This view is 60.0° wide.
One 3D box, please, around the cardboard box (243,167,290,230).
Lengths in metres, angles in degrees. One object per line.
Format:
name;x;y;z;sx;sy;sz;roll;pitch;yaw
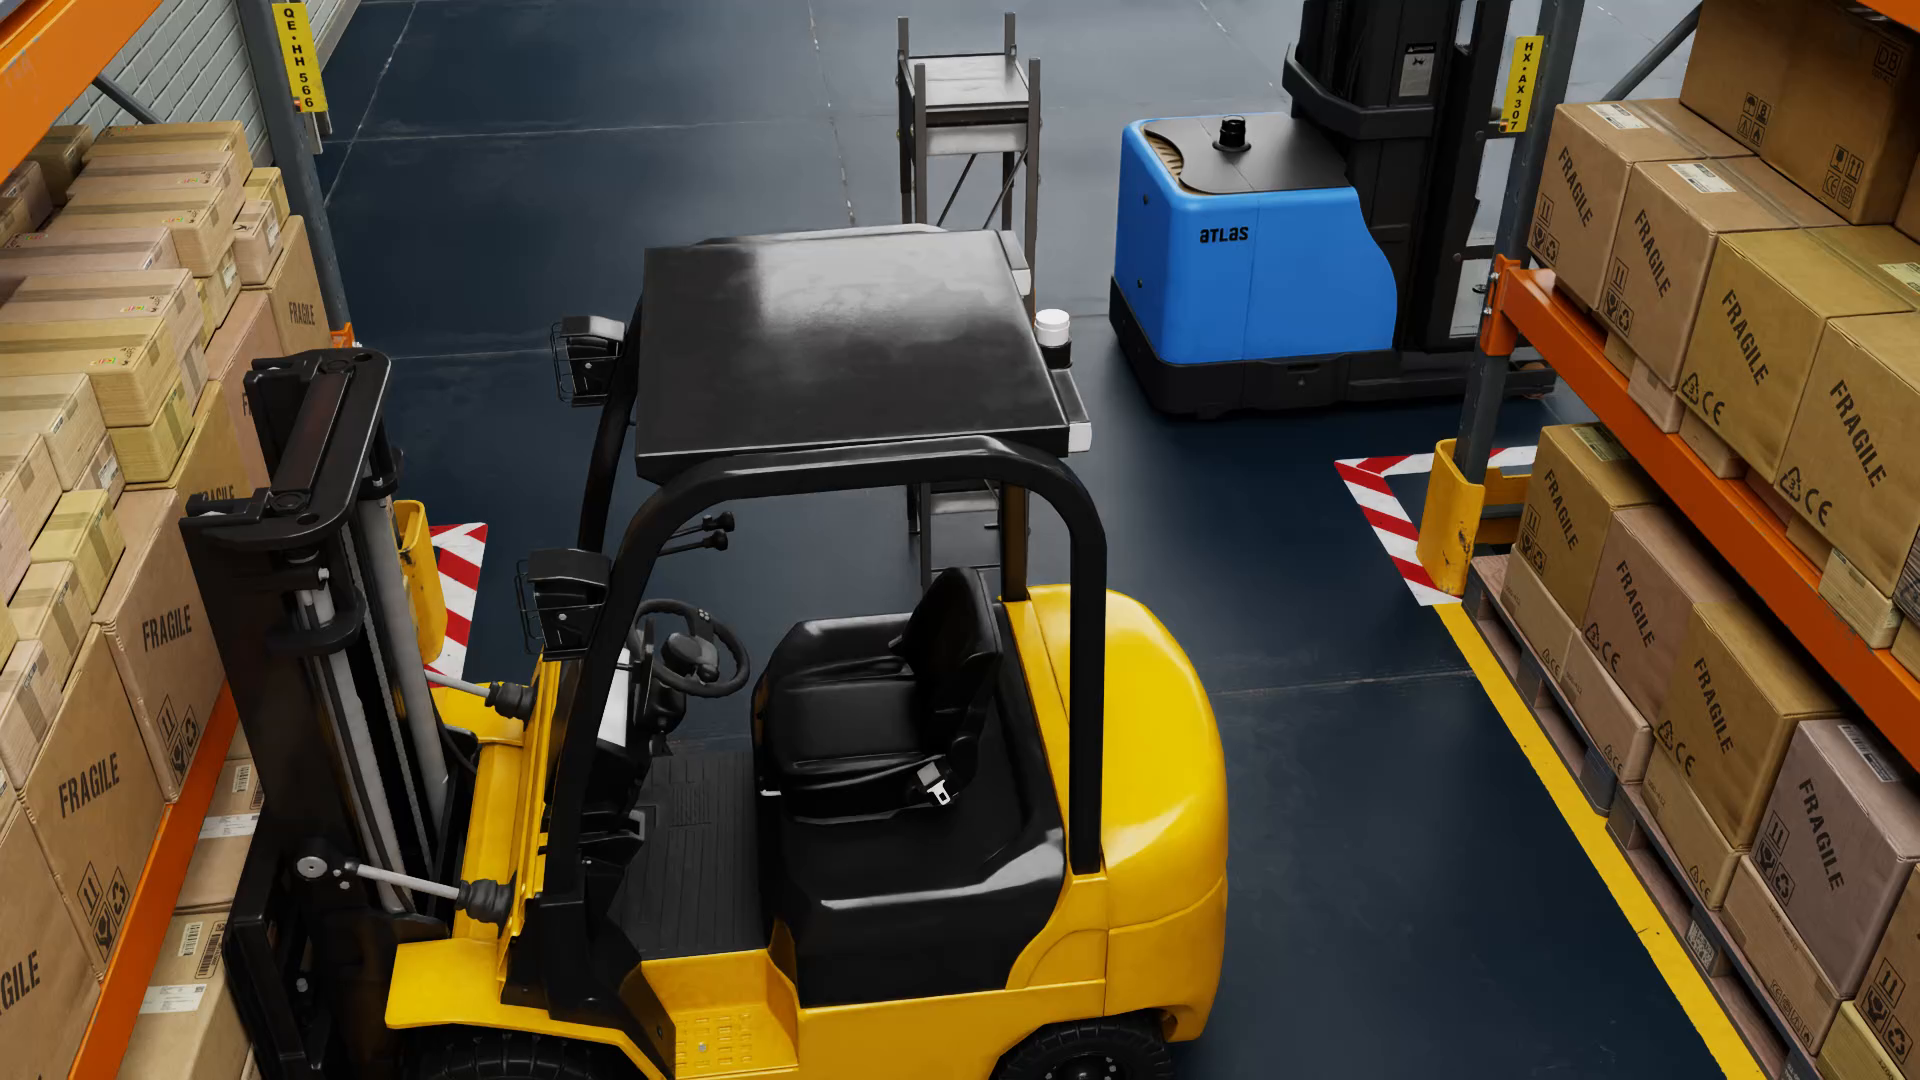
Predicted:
cardboard box;-2.182;-0.961;4.832;0.380;0.149;0.250;-4;34;-6

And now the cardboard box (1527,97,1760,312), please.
cardboard box;2.201;-1.081;5.319;0.500;0.500;0.500;-5;35;-7

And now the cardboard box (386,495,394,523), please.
cardboard box;-2.135;-0.041;5.327;0.500;0.250;0.500;-3;34;-5

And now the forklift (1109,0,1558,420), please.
forklift;2.300;-2.136;7.282;3.031;2.935;1.130;-5;35;-8

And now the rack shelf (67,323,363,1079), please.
rack shelf;-2.237;0.590;3.860;1.077;0.370;4.000;-4;35;-6

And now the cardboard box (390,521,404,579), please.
cardboard box;-2.131;0.180;5.447;0.500;0.250;0.500;-5;35;-7

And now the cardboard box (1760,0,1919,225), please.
cardboard box;2.757;-1.228;4.647;0.700;0.500;0.500;-4;34;-6

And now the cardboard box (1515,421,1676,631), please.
cardboard box;2.250;-0.065;5.584;0.500;0.500;0.500;-5;35;-8

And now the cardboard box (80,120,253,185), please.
cardboard box;-2.249;-1.072;4.731;0.380;0.149;0.250;-4;35;-6

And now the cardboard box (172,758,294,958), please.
cardboard box;-1.922;0.808;4.082;0.500;0.250;0.500;-5;35;-7

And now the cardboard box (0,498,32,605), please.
cardboard box;-1.969;0.063;3.065;0.380;0.149;0.250;-5;35;-7

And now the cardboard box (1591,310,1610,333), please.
cardboard box;2.301;-0.753;5.414;0.380;0.149;0.250;-4;34;-6

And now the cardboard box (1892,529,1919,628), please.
cardboard box;2.493;0.061;3.644;0.500;0.500;0.500;-3;34;-5

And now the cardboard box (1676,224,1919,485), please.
cardboard box;2.343;-0.508;4.478;0.500;0.500;0.500;-5;35;-7

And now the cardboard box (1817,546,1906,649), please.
cardboard box;2.389;0.125;4.126;0.380;0.149;0.250;-4;34;-6

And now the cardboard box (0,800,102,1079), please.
cardboard box;-1.856;0.810;2.809;0.500;0.500;0.500;-4;34;-6

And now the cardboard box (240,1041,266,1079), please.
cardboard box;-1.853;1.309;3.791;0.500;0.250;0.500;-5;35;-7

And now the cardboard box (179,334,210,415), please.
cardboard box;-2.039;-0.386;3.989;0.380;0.149;0.250;-5;35;-8

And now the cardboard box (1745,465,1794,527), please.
cardboard box;2.407;-0.169;4.557;0.380;0.149;0.250;-3;34;-5

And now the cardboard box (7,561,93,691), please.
cardboard box;-1.894;0.185;3.150;0.380;0.149;0.250;-5;35;-8

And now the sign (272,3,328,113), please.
sign;-1.967;-1.433;4.951;0.100;0.325;0.005;-4;35;-6

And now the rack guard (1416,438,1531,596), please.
rack guard;2.422;-0.126;6.492;1.175;0.500;0.348;-4;35;-6

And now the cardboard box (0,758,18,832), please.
cardboard box;-1.809;0.470;2.732;0.380;0.149;0.250;-4;34;-5

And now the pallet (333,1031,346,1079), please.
pallet;-2.201;1.431;4.462;1.003;0.211;1.213;-4;35;-6

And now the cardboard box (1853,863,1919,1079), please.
cardboard box;2.534;1.090;3.890;0.500;0.500;0.500;-4;34;-6

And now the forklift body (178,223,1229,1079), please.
forklift body;-0.444;0.447;4.184;2.313;2.155;1.214;-4;35;-6

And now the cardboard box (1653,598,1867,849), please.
cardboard box;2.384;0.507;4.745;0.500;0.500;0.500;-4;34;-5

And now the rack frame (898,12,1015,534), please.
rack frame;-0.011;-0.911;6.223;0.400;2.100;0.015;-4;35;-6

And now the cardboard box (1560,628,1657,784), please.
cardboard box;2.307;0.517;5.396;0.500;0.250;0.500;-3;34;-5

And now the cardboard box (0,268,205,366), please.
cardboard box;-2.019;-0.511;3.908;0.380;0.149;0.250;-4;34;-5

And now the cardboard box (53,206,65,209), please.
cardboard box;-2.718;-0.924;4.778;0.380;0.149;0.250;-5;35;-8

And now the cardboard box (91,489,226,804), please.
cardboard box;-1.972;0.246;3.637;0.500;0.500;0.500;-4;34;-6

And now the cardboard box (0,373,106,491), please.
cardboard box;-2.037;-0.217;3.475;0.380;0.149;0.250;-4;34;-6

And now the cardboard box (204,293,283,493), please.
cardboard box;-2.119;-0.320;4.467;0.500;0.500;0.500;-3;34;-5

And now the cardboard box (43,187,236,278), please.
cardboard box;-2.123;-0.793;4.321;0.380;0.149;0.250;-4;34;-5

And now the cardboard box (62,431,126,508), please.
cardboard box;-2.041;-0.101;3.569;0.380;0.149;0.250;-5;35;-7

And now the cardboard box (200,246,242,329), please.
cardboard box;-2.144;-0.671;4.406;0.380;0.149;0.250;-4;34;-5

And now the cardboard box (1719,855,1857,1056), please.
cardboard box;2.459;1.103;4.537;0.500;0.250;0.500;-4;34;-6

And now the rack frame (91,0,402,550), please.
rack frame;-2.506;-0.824;5.295;1.000;3.000;0.127;-4;35;-6

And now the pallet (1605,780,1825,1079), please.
pallet;2.657;1.128;4.907;1.003;0.211;1.213;-4;35;-6

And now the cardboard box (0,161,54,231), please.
cardboard box;-2.699;-0.899;4.477;0.380;0.149;0.250;-3;34;-5

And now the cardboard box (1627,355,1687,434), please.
cardboard box;2.244;-0.454;4.975;0.380;0.149;0.250;-4;34;-6

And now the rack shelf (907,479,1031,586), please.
rack shelf;0.022;-0.186;6.425;0.431;0.518;0.480;-4;35;-6

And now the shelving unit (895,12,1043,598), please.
shelving unit;0.022;-0.775;6.023;0.431;2.100;0.503;-4;35;-6
